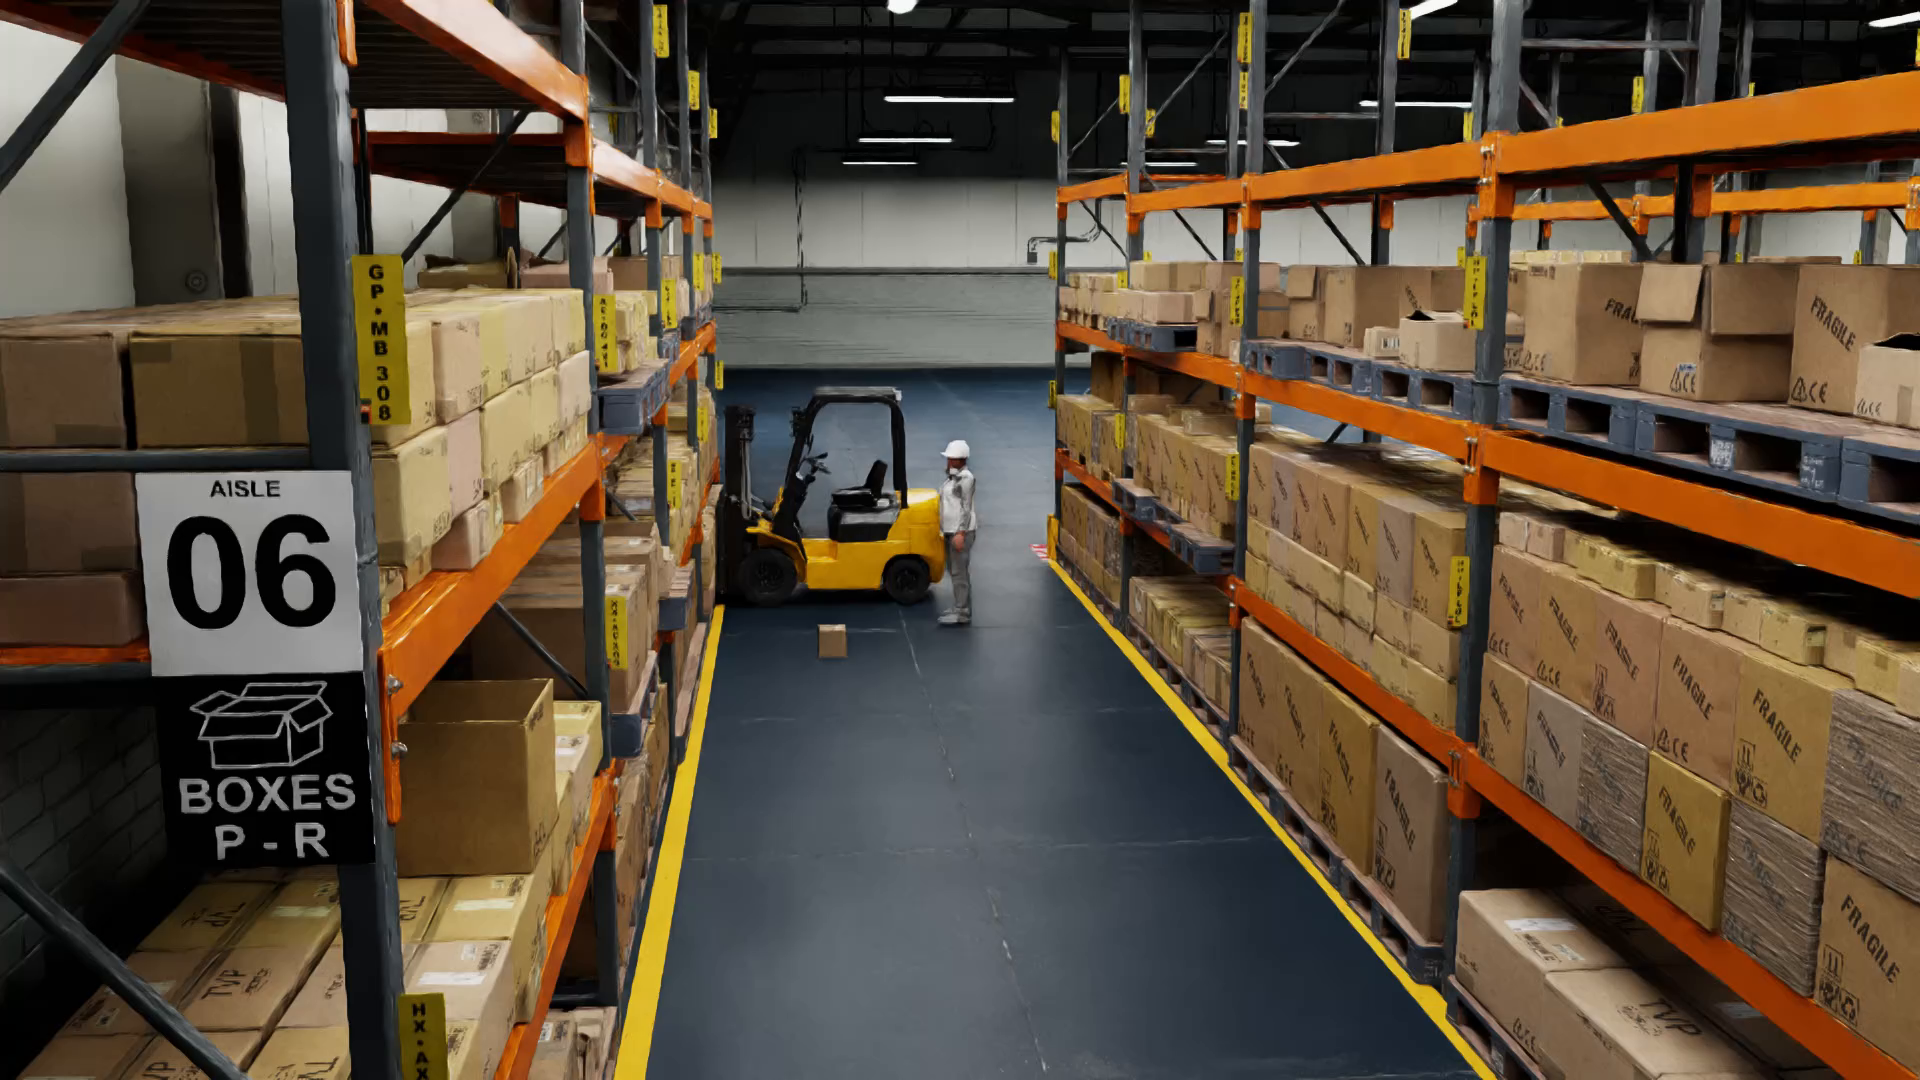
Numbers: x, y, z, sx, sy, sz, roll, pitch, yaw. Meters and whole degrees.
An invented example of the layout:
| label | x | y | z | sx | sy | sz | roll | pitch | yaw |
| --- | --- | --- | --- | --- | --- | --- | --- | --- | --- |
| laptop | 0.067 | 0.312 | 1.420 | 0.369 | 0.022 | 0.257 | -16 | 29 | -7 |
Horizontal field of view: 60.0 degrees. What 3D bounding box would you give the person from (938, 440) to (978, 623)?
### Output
| label | x | y | z | sx | sy | sz | roll | pitch | yaw |
| --- | --- | --- | --- | --- | --- | --- | --- | --- | --- |
| person | -0.043 | -0.087 | 16.170 | 0.385 | 1.784 | 0.591 | -2 | 10 | -12 |
